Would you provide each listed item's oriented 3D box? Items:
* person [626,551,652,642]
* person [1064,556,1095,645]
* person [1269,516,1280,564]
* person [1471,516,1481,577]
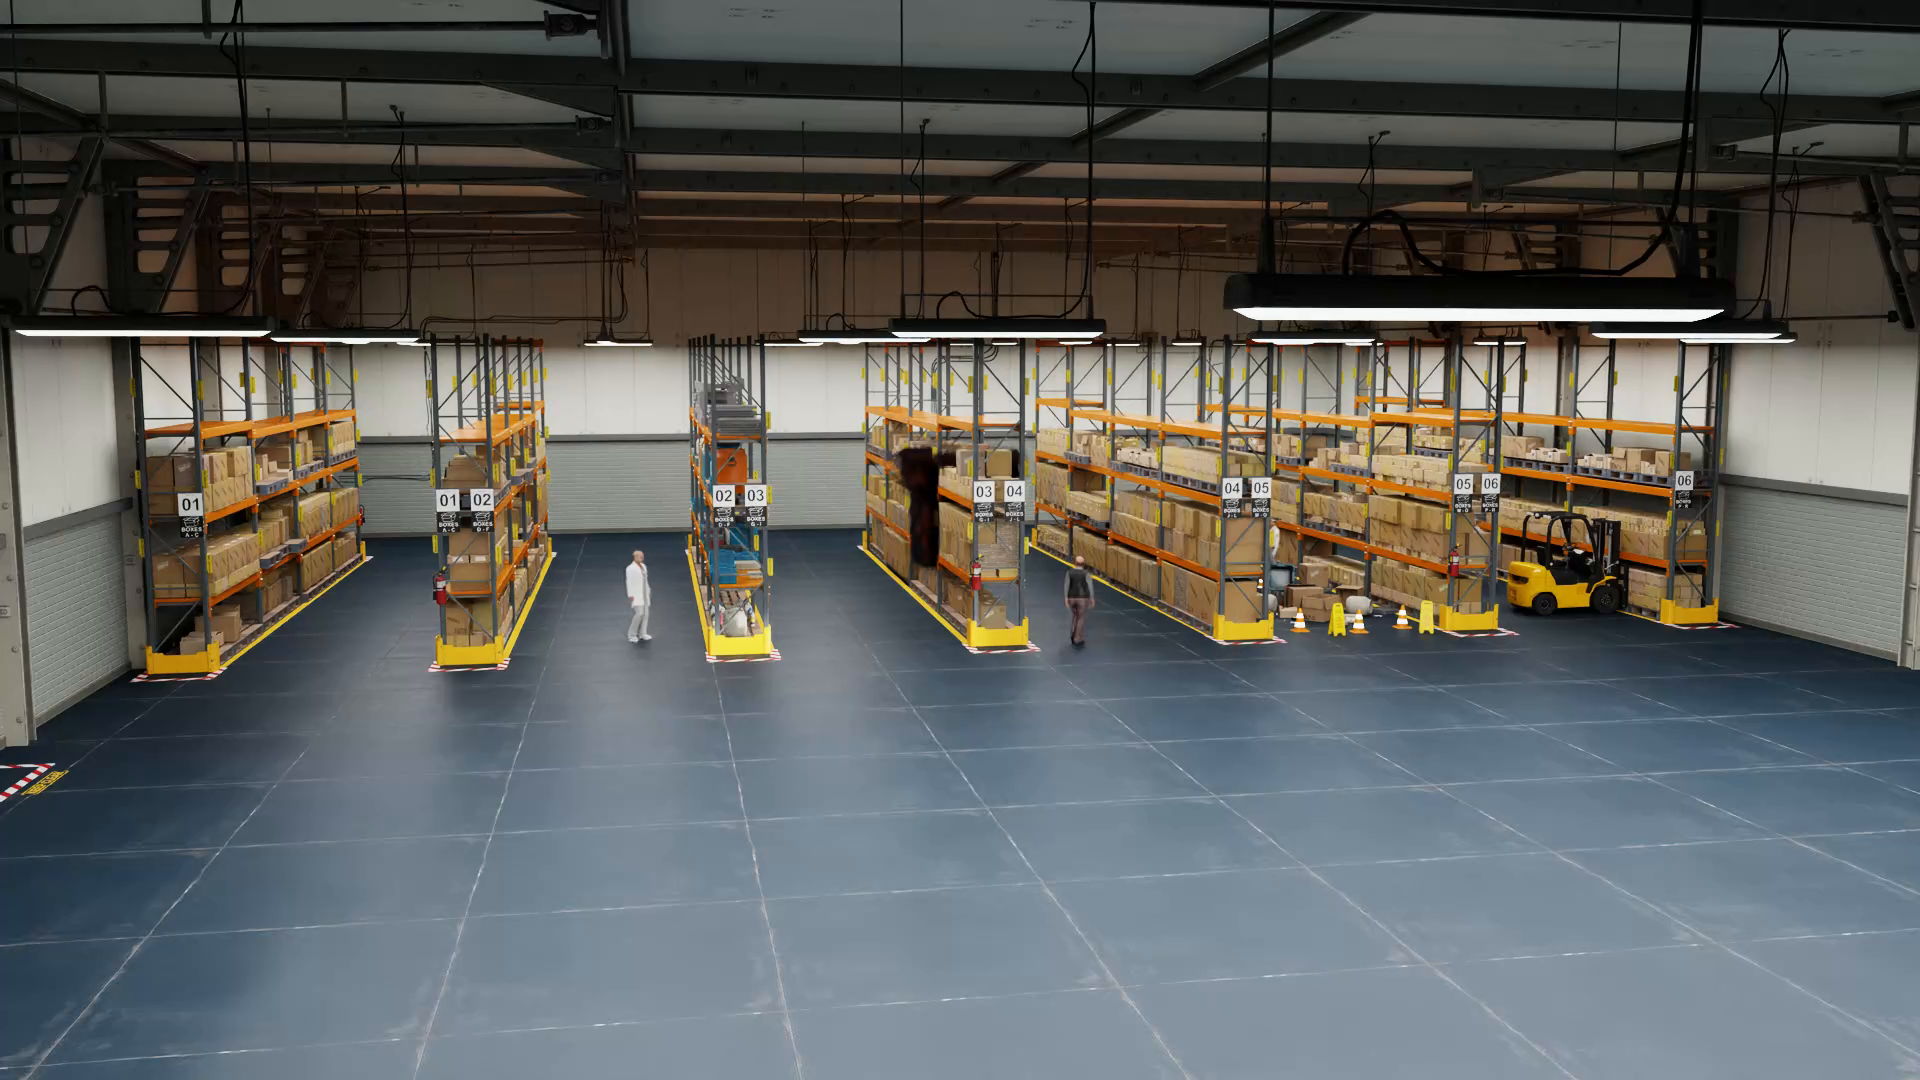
[{"bbox_3d":[-6.301,1.123,32.858,0.423,1.841,0.633,3,7,26],"label":"person"},{"bbox_3d":[2.338,1.180,32.256,0.523,1.755,0.488,5,8,38],"label":"person"},{"bbox_3d":[7.619,0.249,40.524,0.394,1.678,0.526,1,7,12],"label":"person"},{"bbox_3d":[12.521,0.232,40.620,0.457,1.685,0.538,4,8,33],"label":"person"}]
